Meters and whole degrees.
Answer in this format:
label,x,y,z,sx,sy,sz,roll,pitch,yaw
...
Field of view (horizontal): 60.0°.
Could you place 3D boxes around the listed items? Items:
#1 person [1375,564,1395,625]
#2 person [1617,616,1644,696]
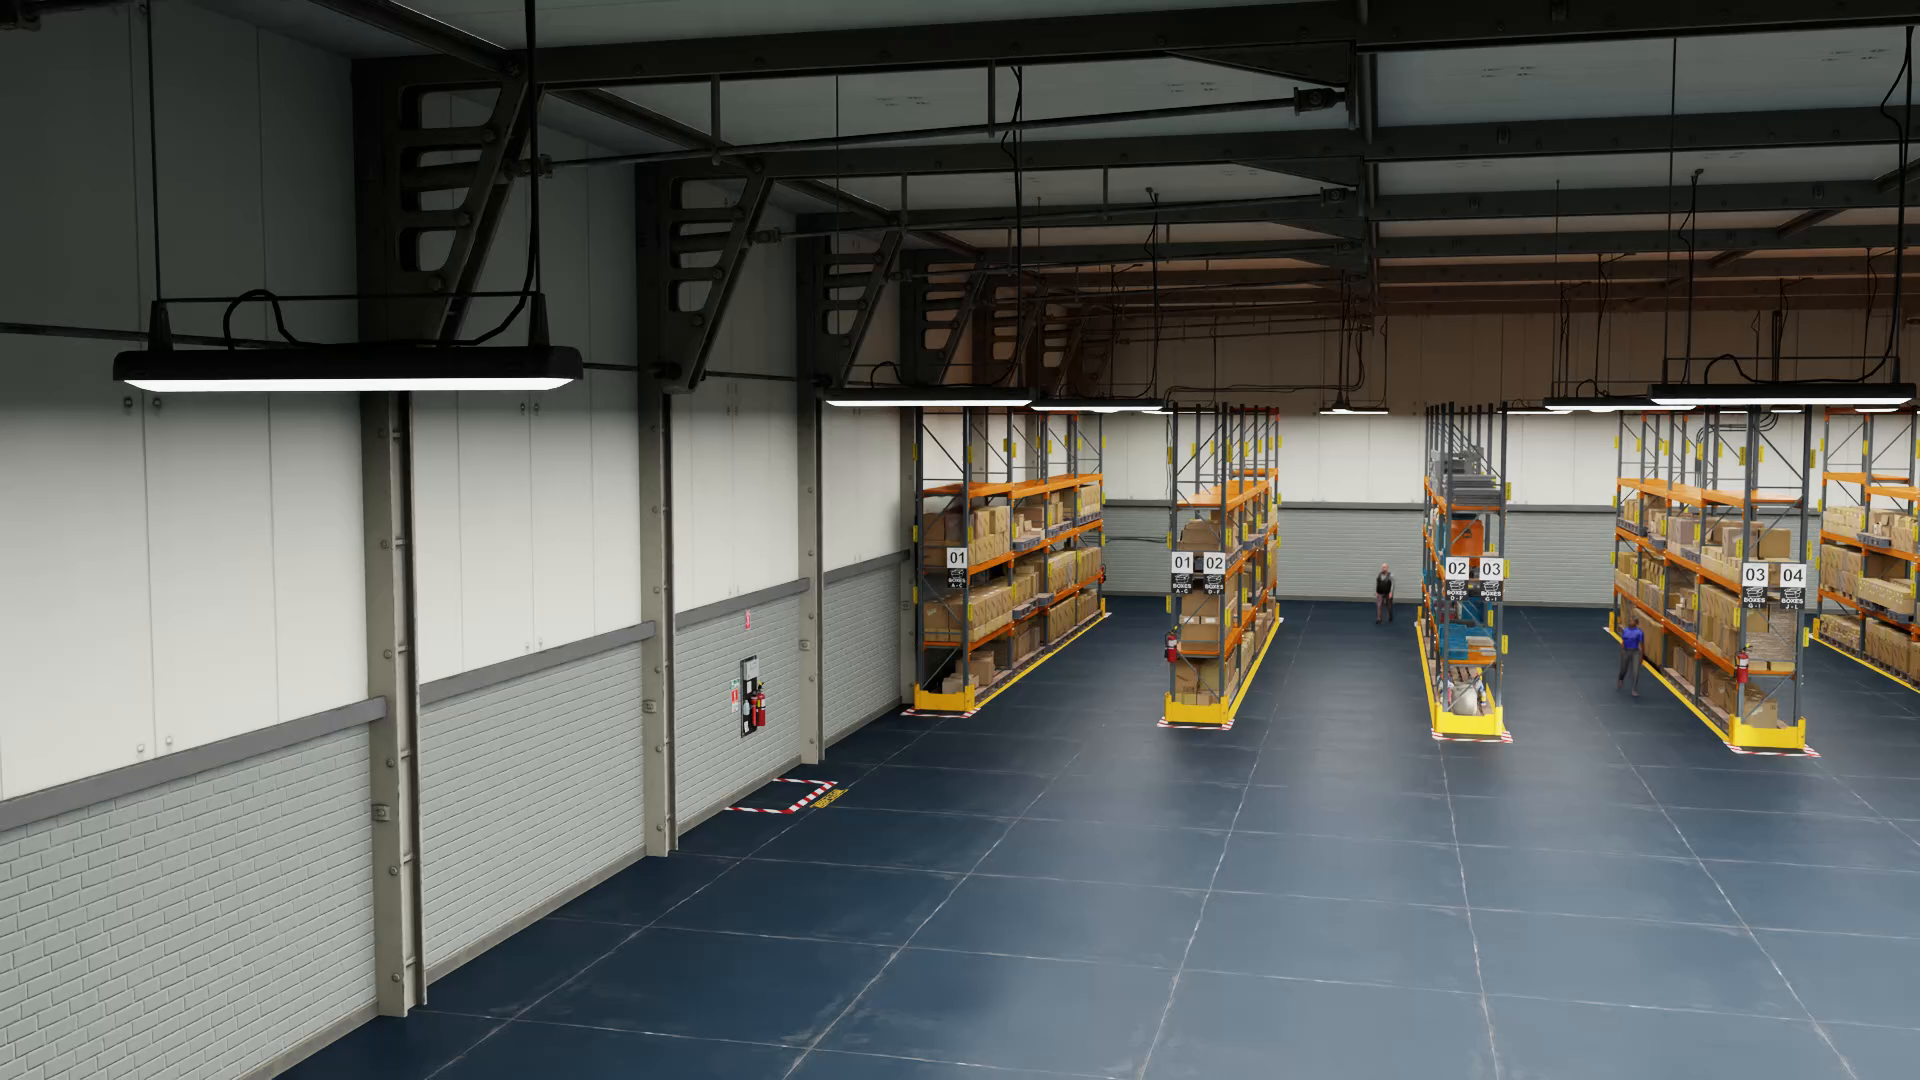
label,x,y,z,sx,sy,sz,roll,pitch,yaw
person,11.731,1.497,45.956,0.581,1.680,1.065,2,5,27
person,13.857,2.370,34.325,0.464,1.610,0.665,1,4,13
